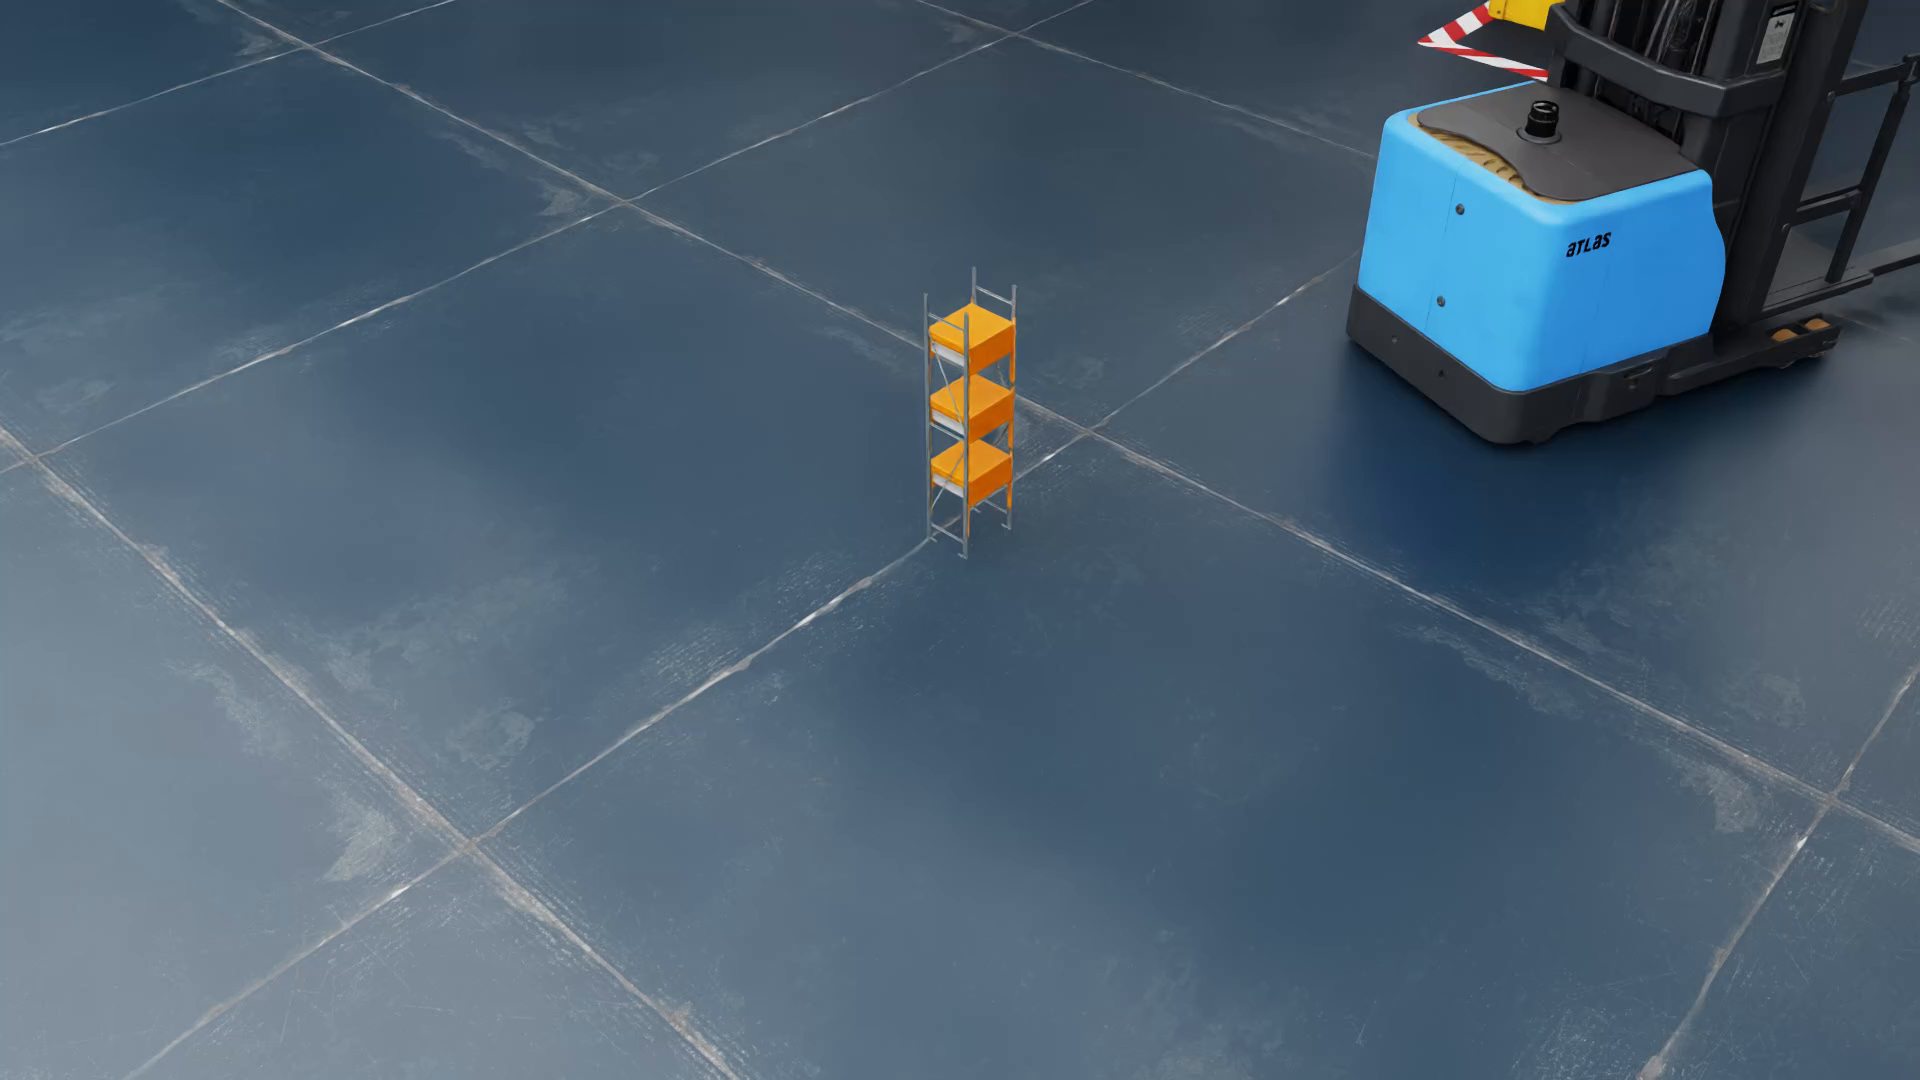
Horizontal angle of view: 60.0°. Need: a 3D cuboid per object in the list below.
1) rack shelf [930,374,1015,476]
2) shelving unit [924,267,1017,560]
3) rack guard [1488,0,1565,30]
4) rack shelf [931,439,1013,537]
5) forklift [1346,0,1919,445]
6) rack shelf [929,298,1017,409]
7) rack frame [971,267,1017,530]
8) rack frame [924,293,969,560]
[{"bbox_3d":[0.036,-0.427,5.961,0.215,0.259,0.240,30,47,32],"label":"rack shelf"},{"bbox_3d":[0.036,-0.435,5.954,0.215,1.050,0.252,30,47,32],"label":"shelving unit"},{"bbox_3d":[3.815,-3.307,10.007,1.175,0.500,0.348,30,47,32],"label":"rack guard"},{"bbox_3d":[0.036,-0.210,6.134,0.215,0.259,0.240,30,47,32],"label":"rack shelf"},{"bbox_3d":[3.242,-2.164,6.616,3.031,2.935,1.130,-17,42,-21],"label":"forklift"},{"bbox_3d":[0.036,-0.649,5.784,0.215,0.259,0.240,30,47,32],"label":"rack shelf"},{"bbox_3d":[0.118,-0.492,6.025,0.200,1.050,0.008,30,47,32],"label":"rack frame"},{"bbox_3d":[-0.046,-0.379,5.884,0.200,1.050,0.008,30,47,32],"label":"rack frame"}]
